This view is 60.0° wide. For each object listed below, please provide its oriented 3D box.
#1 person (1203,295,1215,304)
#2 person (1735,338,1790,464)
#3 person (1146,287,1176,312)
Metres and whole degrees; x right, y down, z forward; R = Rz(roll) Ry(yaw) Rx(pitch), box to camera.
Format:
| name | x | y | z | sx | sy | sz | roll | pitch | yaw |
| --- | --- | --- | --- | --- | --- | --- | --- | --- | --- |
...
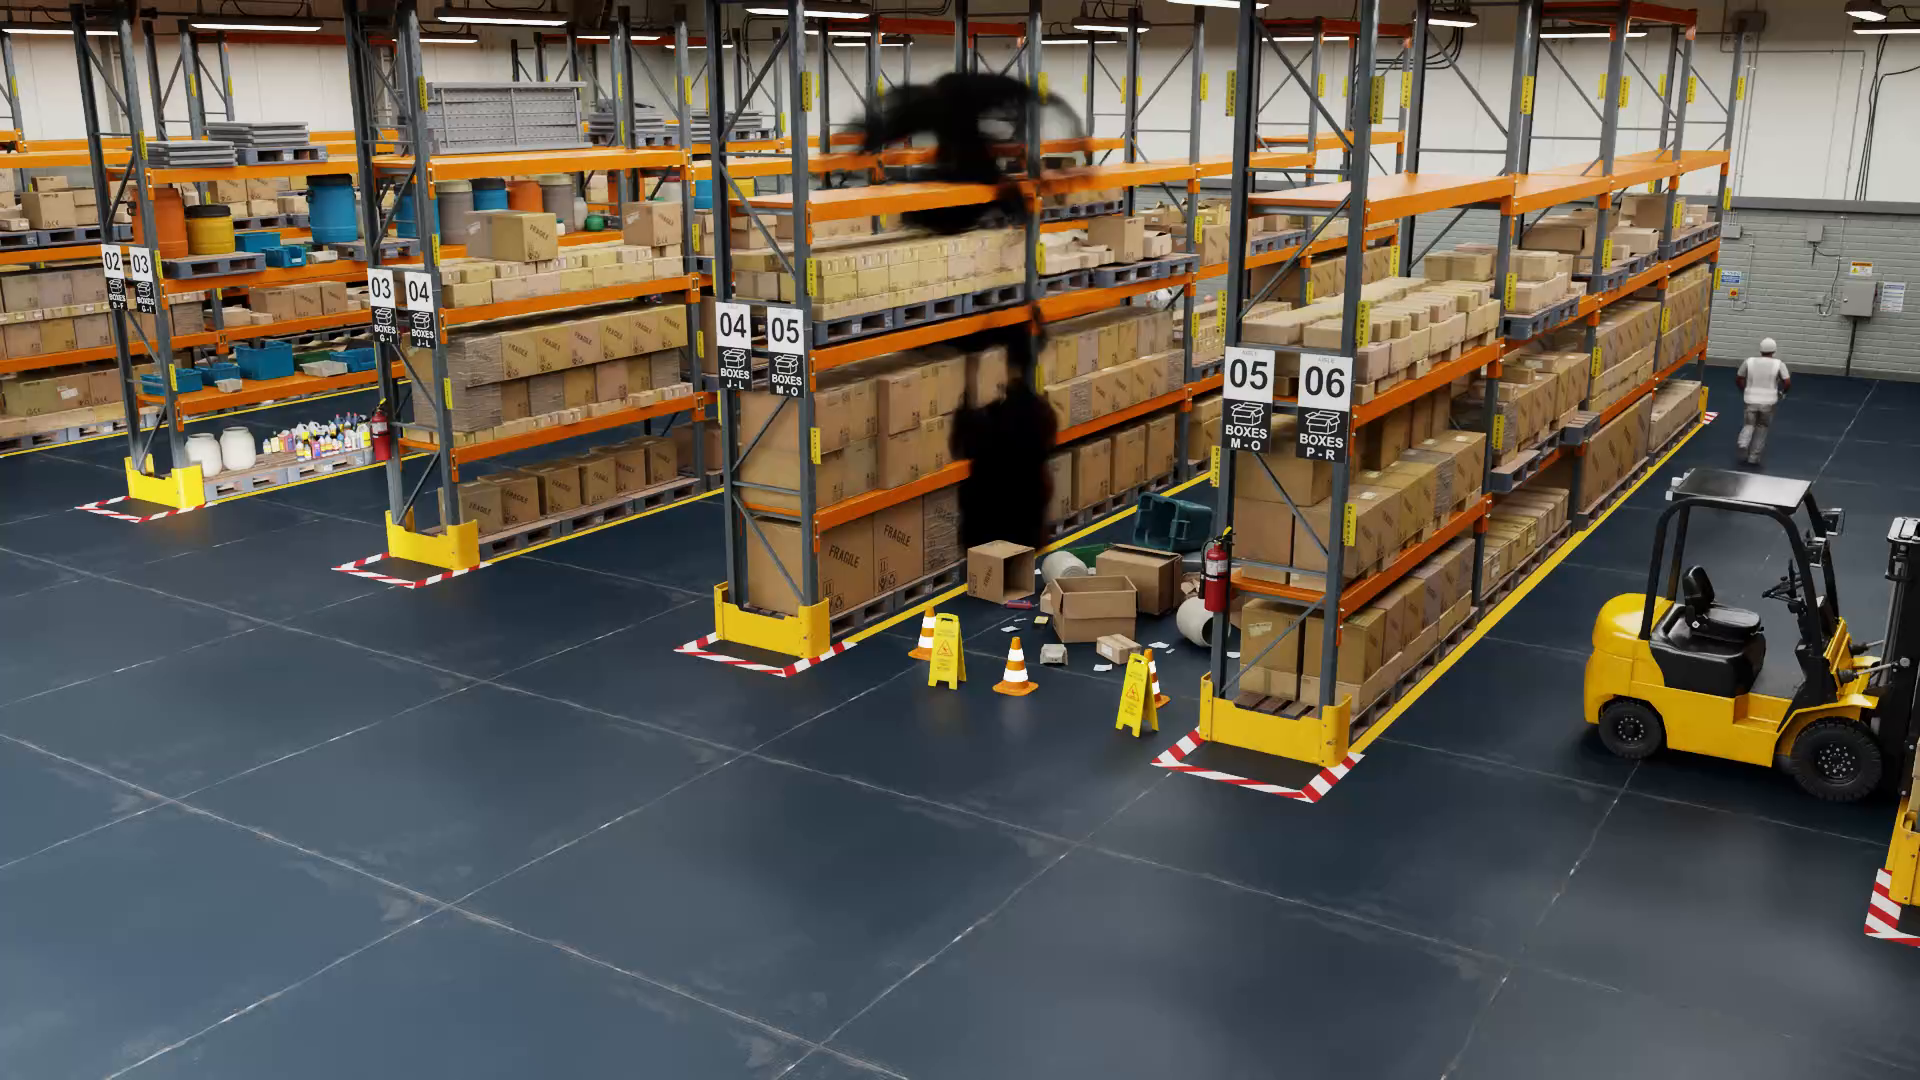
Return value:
| name | x | y | z | sx | sy | sz | roll | pitch | yaw |
| --- | --- | --- | --- | --- | --- | --- | --- | --- | --- |
| person | 4.090 | -3.168 | 27.389 | 0.751 | 1.739 | 0.661 | 10 | 18 | 31 |
| person | 10.953 | -1.885 | 22.755 | 0.694 | 1.753 | 0.635 | 10 | 18 | 31 |
| person | 3.808 | -4.245 | 31.410 | 0.581 | 1.666 | 0.682 | -5 | 16 | -16 |
